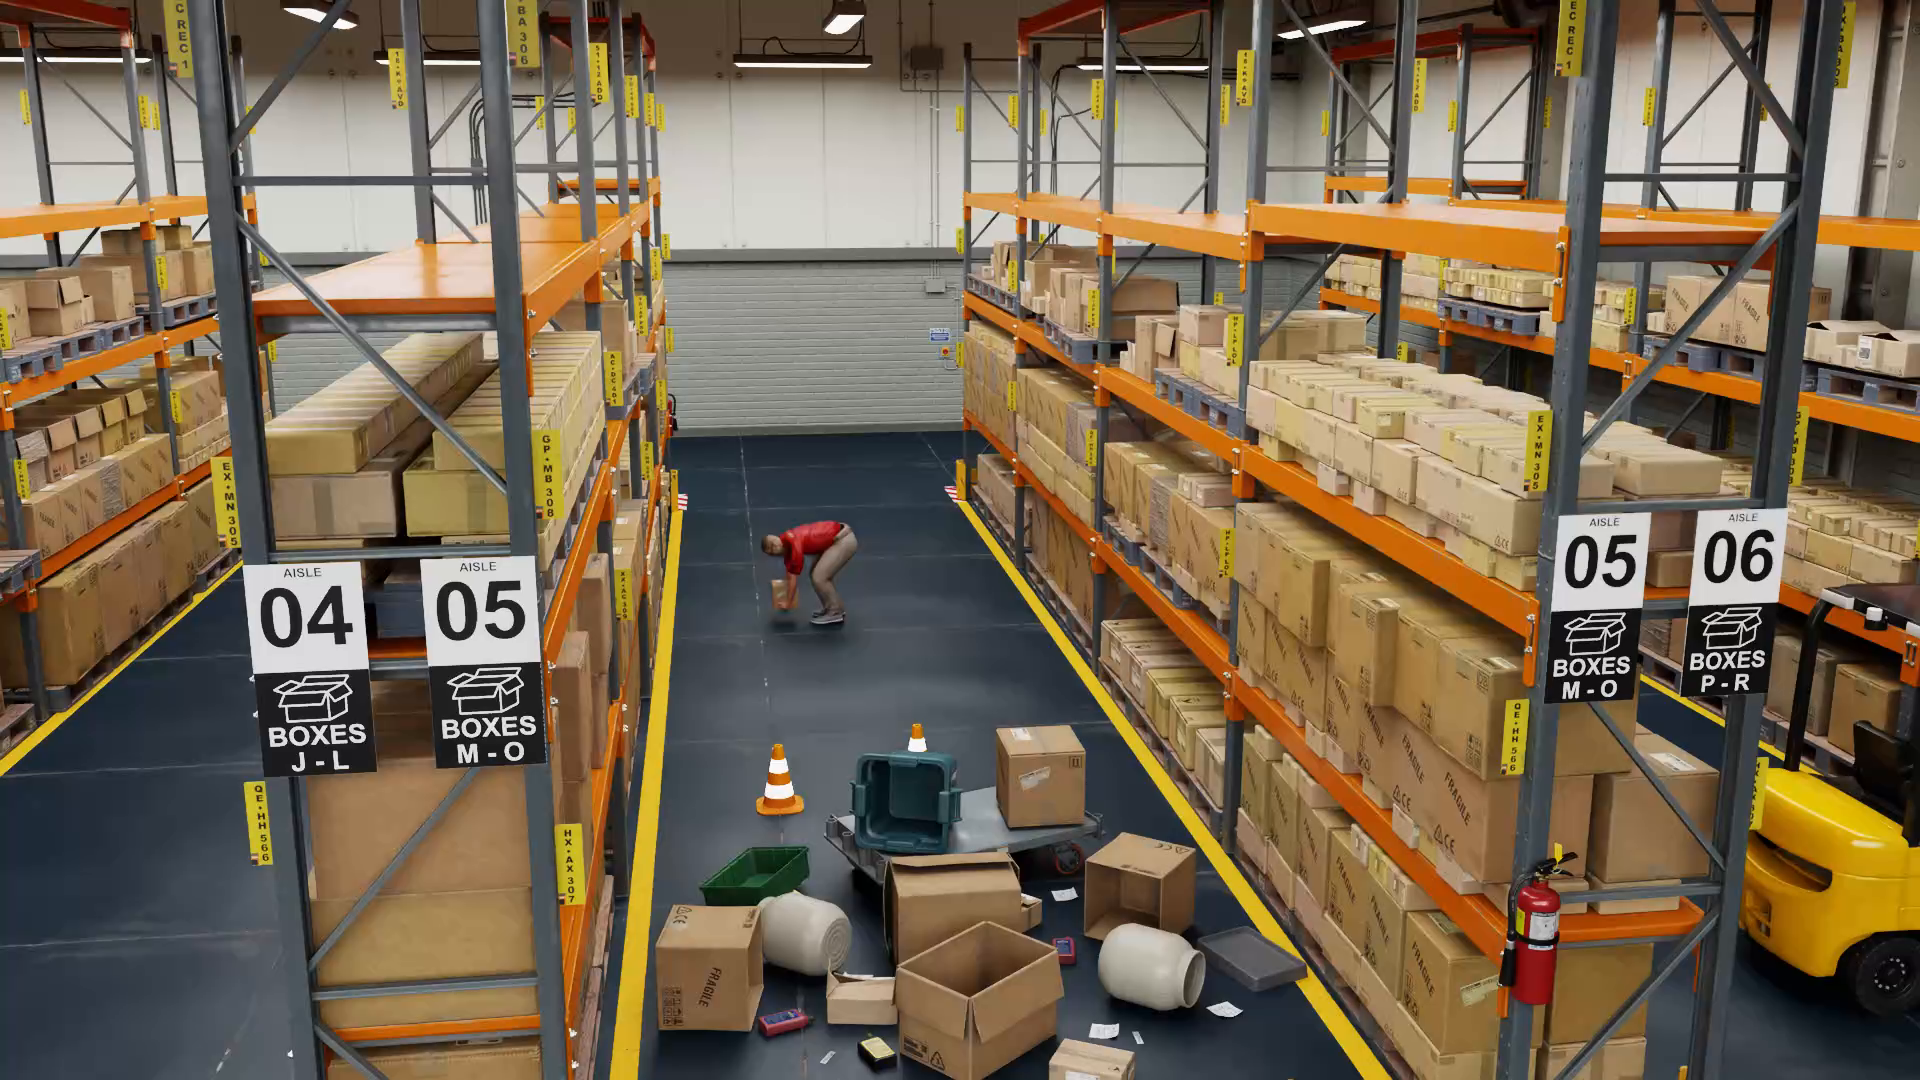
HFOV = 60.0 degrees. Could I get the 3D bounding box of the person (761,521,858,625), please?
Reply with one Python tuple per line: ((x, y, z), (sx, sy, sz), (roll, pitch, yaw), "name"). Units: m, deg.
((-1.510, 0.324, 16.710), (0.962, 1.014, 0.506), (-3, 13, -11), "person")
